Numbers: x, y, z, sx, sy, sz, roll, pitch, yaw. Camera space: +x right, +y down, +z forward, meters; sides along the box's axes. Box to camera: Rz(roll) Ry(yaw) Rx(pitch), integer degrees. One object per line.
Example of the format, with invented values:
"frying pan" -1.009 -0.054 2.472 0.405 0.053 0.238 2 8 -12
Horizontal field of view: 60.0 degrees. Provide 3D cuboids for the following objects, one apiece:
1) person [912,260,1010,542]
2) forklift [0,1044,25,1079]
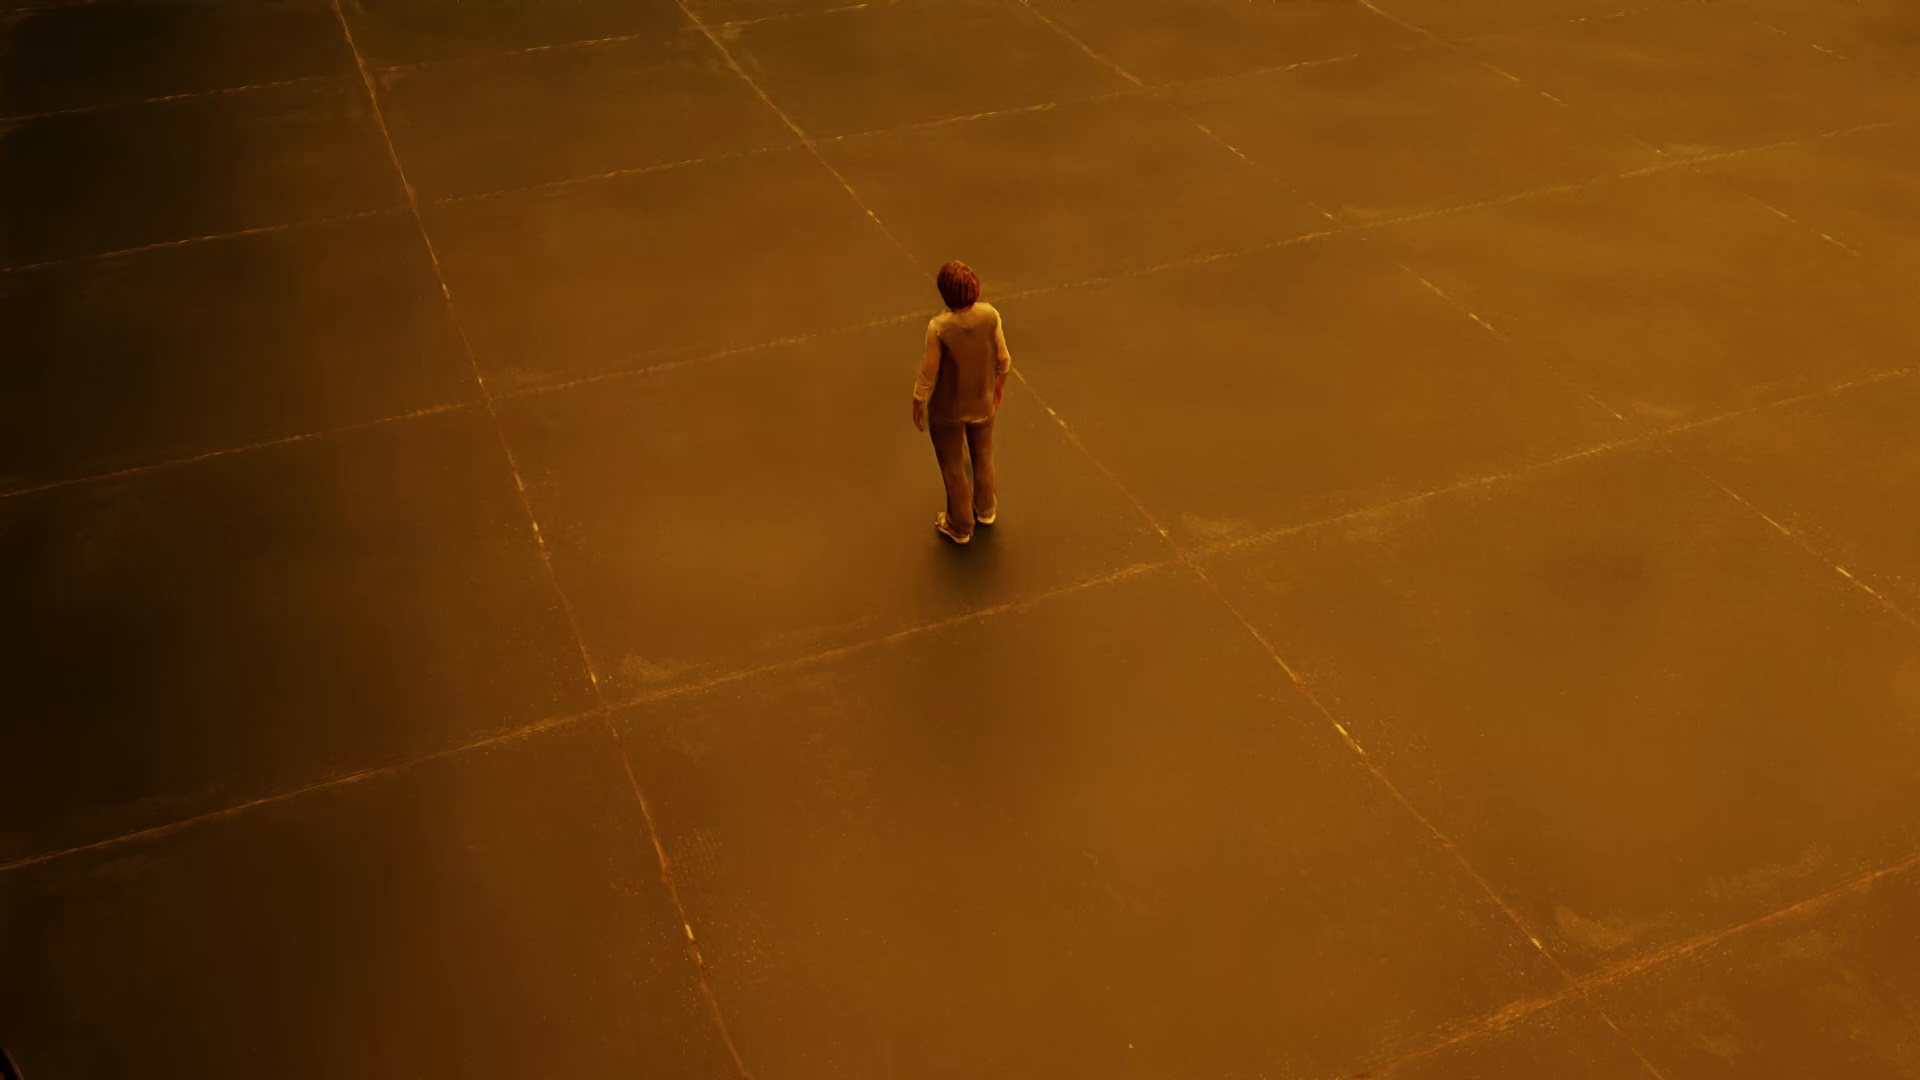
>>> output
"person" -0.016 -0.699 8.221 0.521 1.597 0.474 -14 38 -19
"forklift" -2.957 1.446 4.065 1.130 2.935 3.031 -28 44 -34
